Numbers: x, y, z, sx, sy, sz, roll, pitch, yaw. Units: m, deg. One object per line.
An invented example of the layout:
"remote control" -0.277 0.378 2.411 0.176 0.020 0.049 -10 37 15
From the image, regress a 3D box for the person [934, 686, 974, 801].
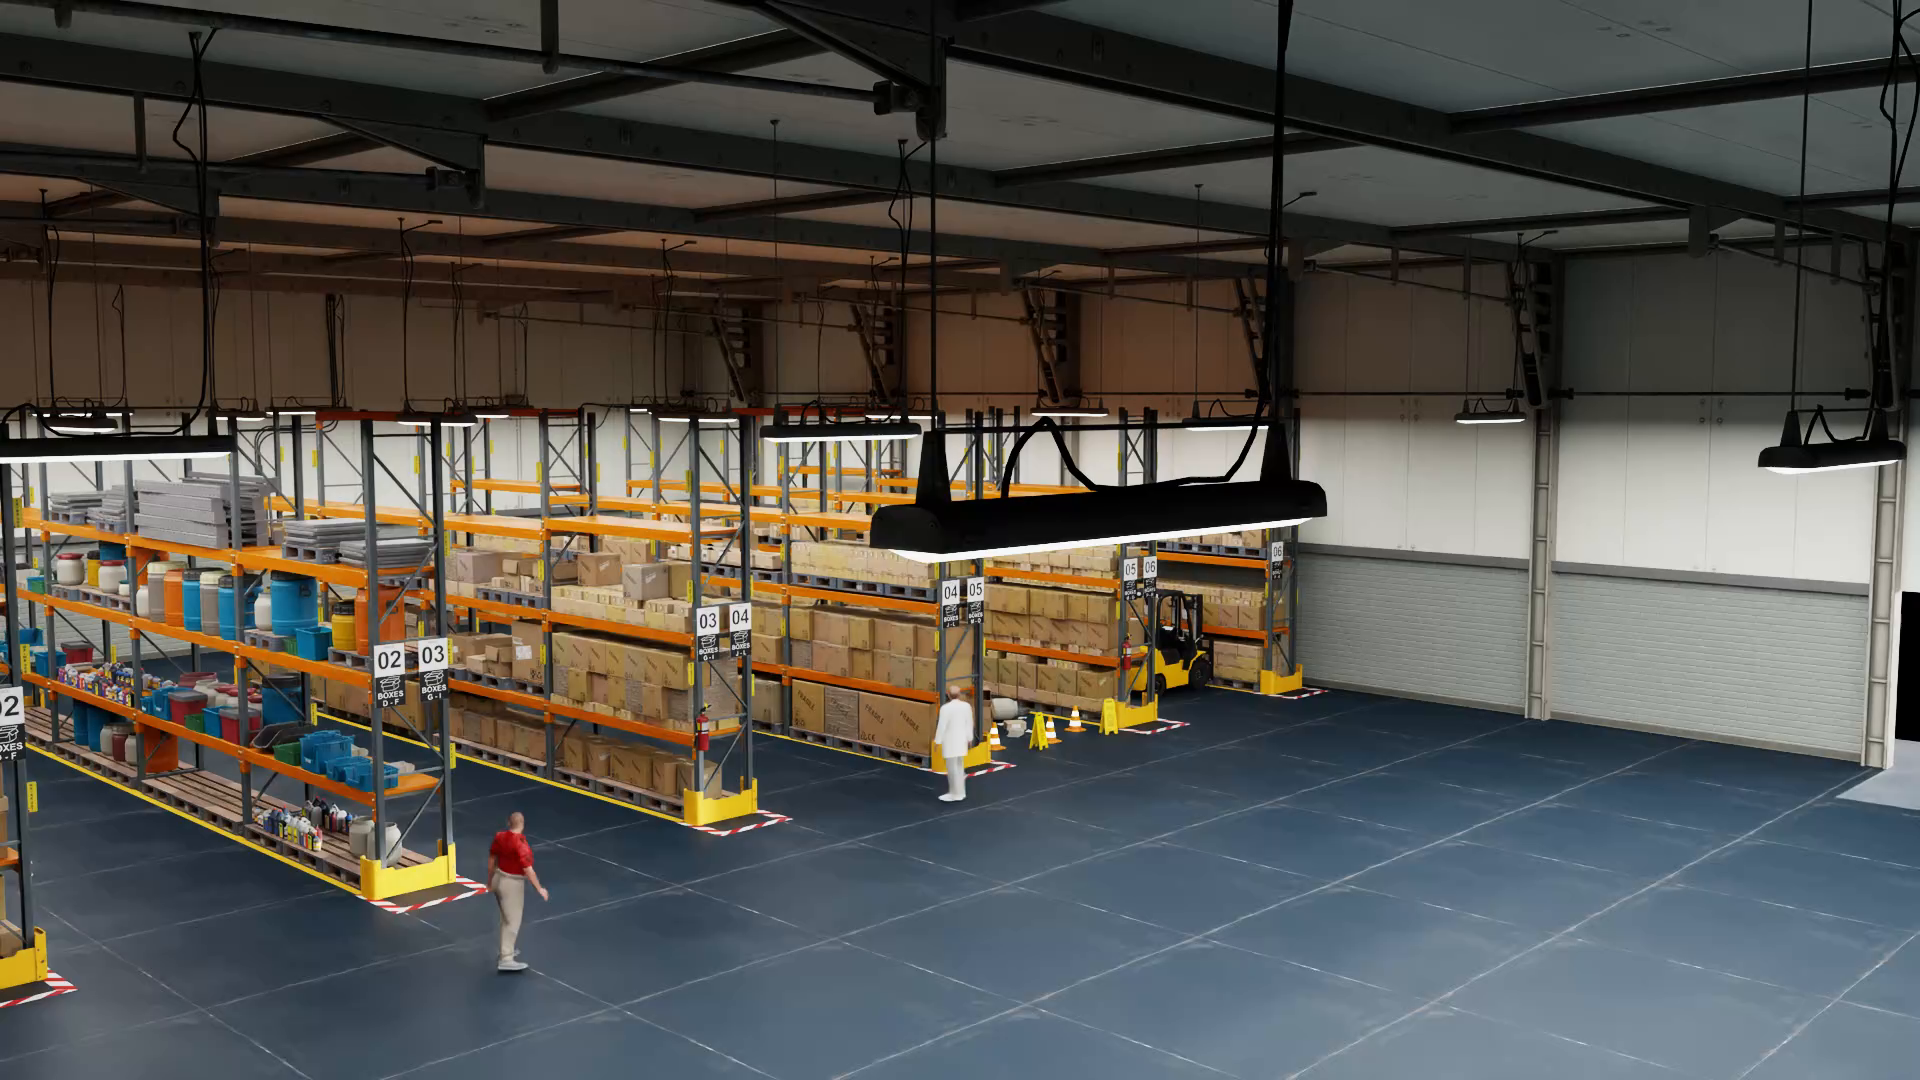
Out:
"person" -0.083 3.163 25.857 0.659 1.815 0.428 -4 6 -35

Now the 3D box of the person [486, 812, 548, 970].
"person" -4.949 3.869 18.443 0.572 1.761 0.664 -4 7 -42
